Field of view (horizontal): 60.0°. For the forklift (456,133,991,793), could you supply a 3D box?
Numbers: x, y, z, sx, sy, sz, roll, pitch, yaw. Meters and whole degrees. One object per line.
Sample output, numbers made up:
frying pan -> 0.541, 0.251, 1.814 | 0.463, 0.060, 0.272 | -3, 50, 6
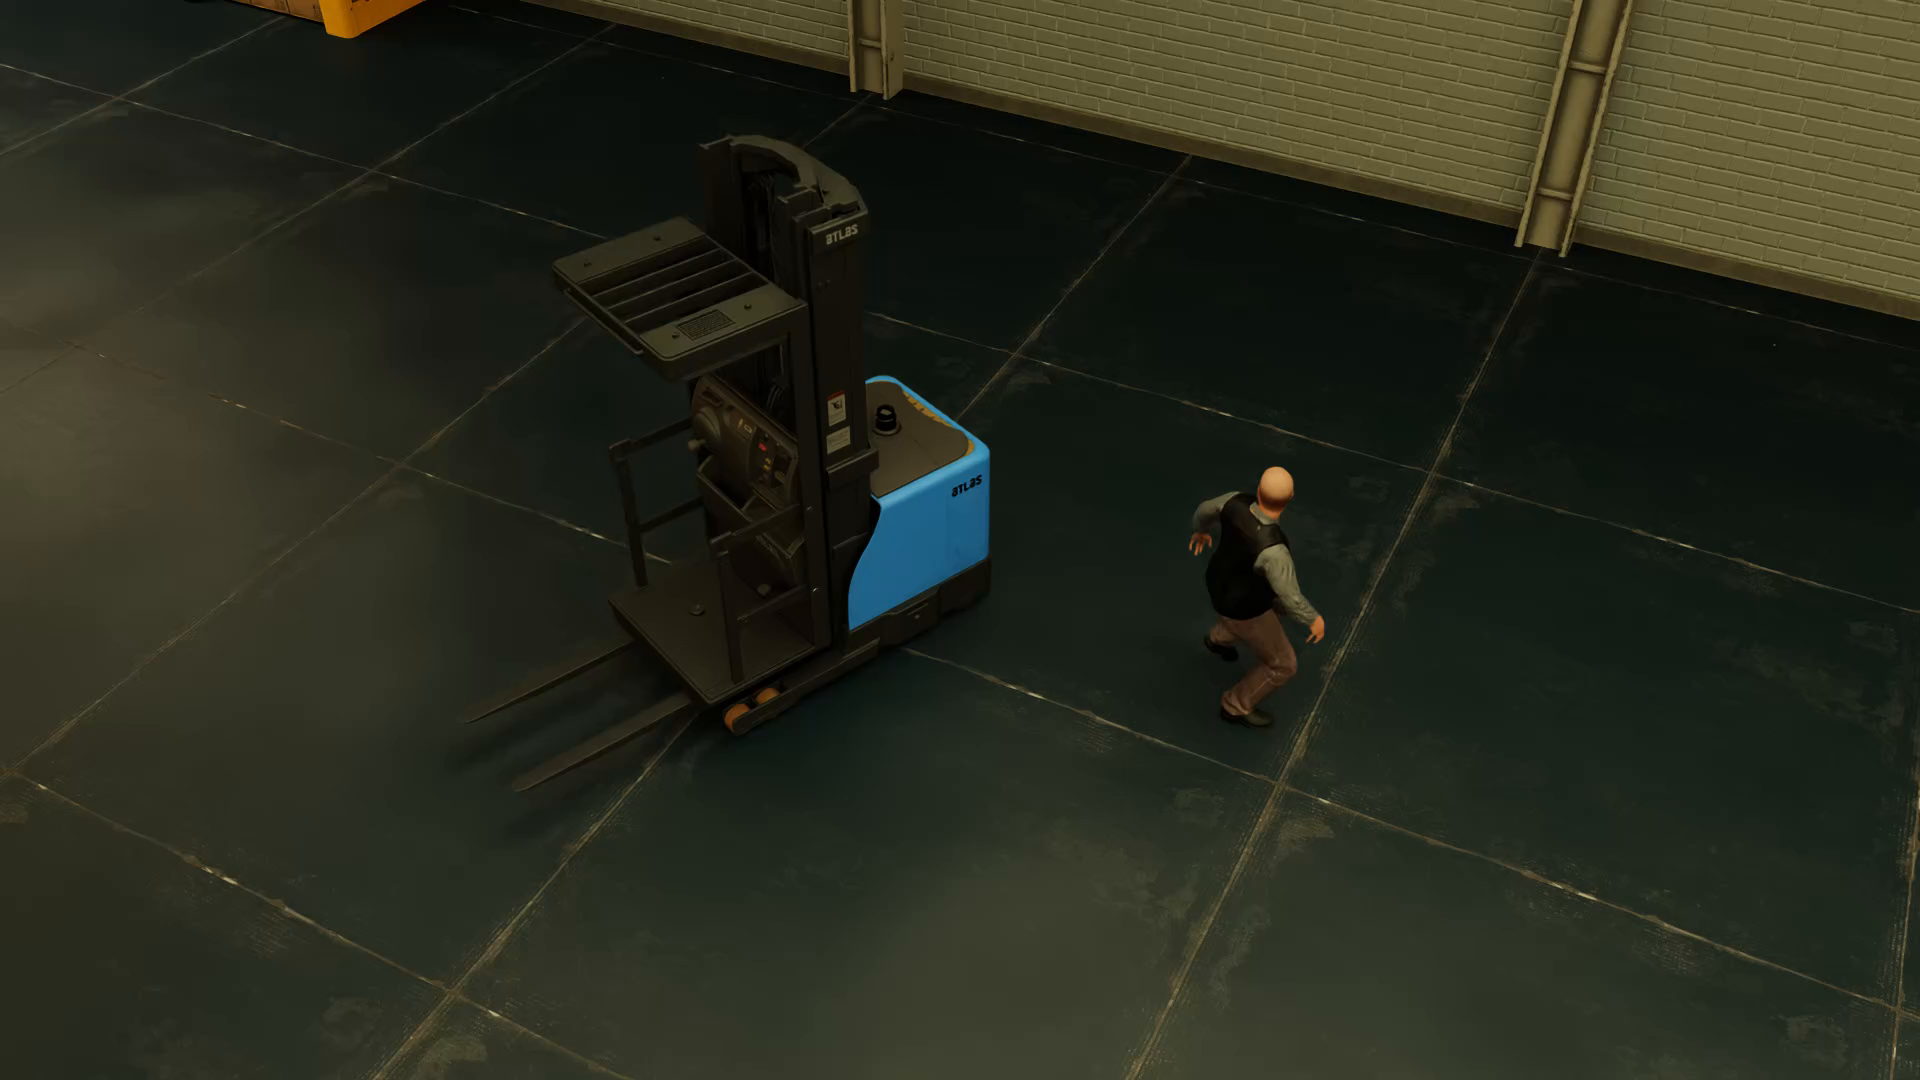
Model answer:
forklift -> -1.281, -0.455, 8.527 | 3.031, 2.935, 1.130 | -27, 47, -29

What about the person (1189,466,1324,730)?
person -> 1.551, 0.257, 8.714 | 0.604, 1.623, 0.802 | -4, 40, -4
